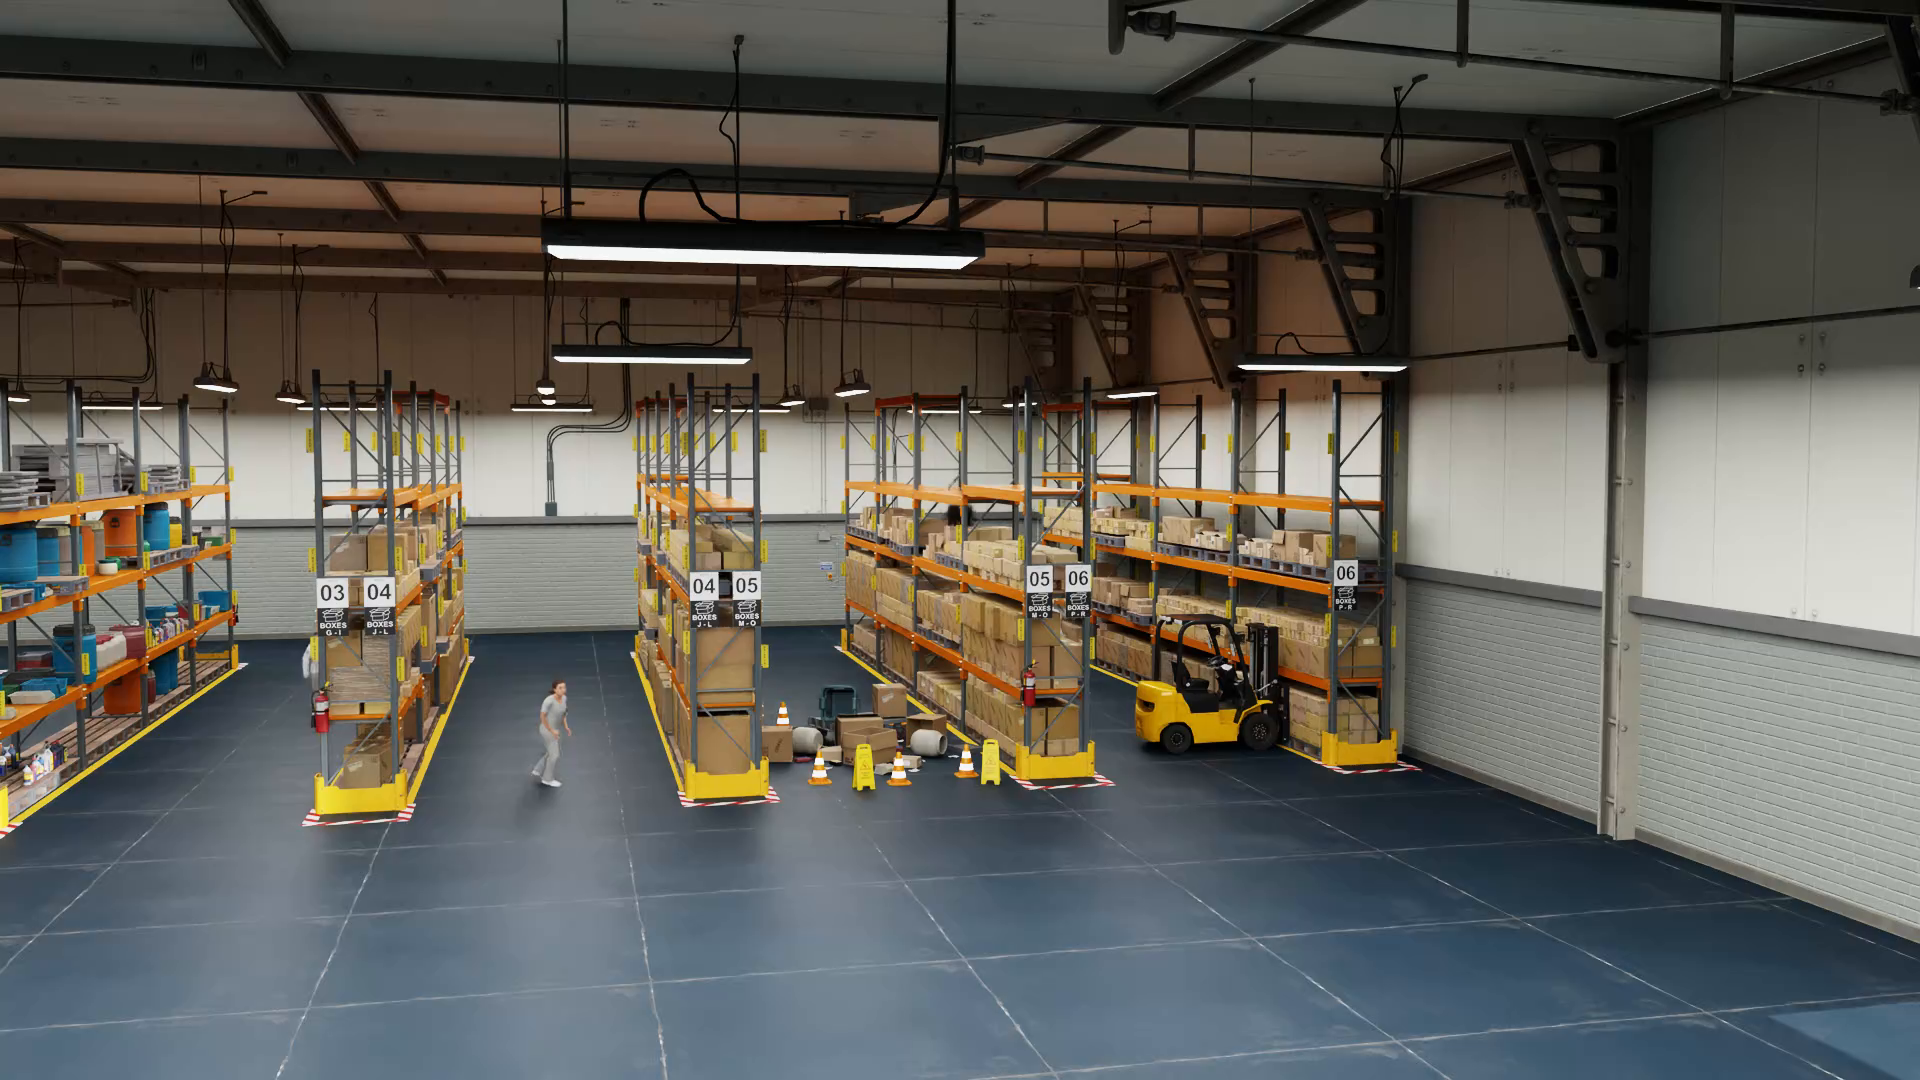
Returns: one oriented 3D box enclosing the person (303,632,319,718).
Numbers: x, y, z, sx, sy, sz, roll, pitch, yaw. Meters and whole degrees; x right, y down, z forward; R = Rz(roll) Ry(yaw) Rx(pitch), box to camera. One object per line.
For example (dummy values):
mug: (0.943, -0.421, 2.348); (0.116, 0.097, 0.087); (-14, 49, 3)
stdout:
person: (-11.716, 2.441, 30.486); (0.614, 1.623, 0.615); (-2, 4, -25)

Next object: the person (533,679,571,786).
person: (-6.027, 2.807, 24.341); (0.735, 1.606, 0.568); (1, 4, 24)
